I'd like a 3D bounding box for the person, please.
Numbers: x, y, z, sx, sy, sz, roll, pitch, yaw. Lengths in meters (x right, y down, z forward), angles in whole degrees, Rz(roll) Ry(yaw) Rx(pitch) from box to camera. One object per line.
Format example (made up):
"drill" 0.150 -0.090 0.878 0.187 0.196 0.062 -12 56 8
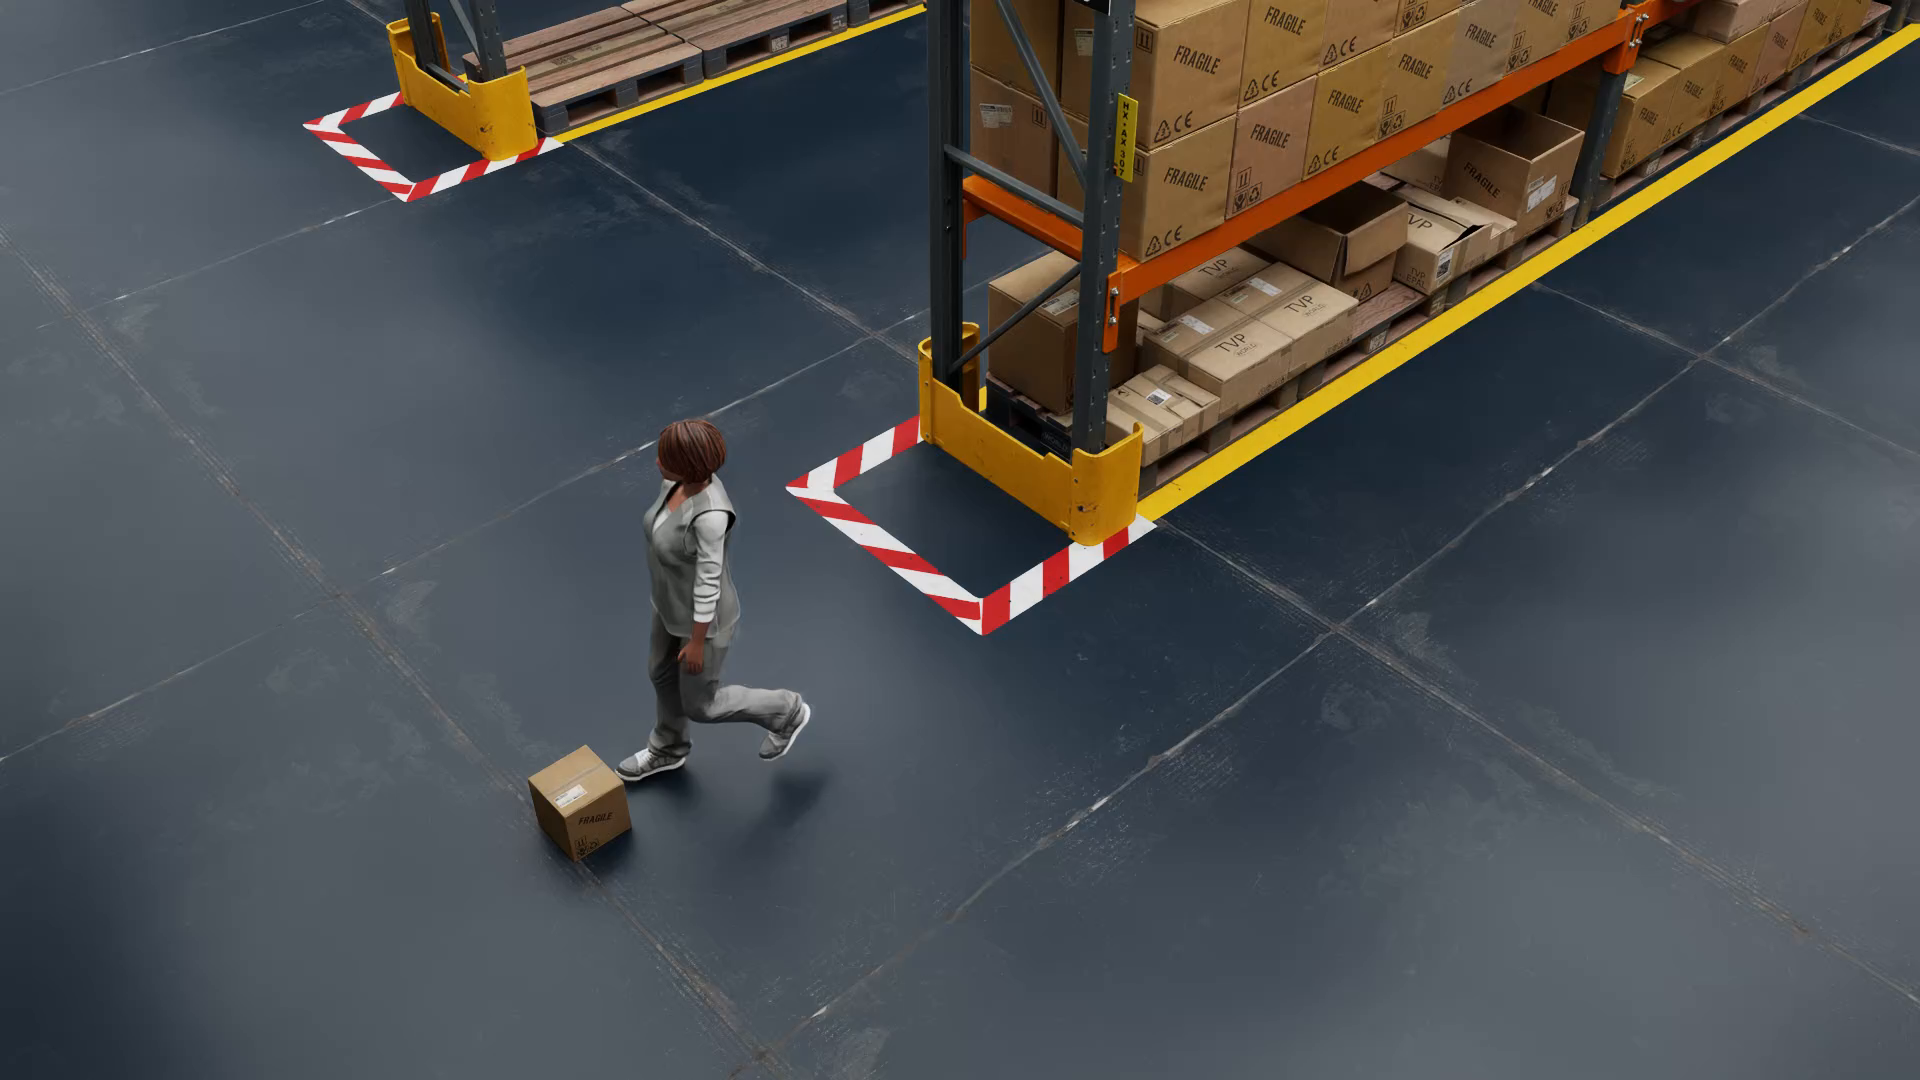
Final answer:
"person" -0.941 0.249 5.849 0.718 1.577 0.424 -19 44 -21
